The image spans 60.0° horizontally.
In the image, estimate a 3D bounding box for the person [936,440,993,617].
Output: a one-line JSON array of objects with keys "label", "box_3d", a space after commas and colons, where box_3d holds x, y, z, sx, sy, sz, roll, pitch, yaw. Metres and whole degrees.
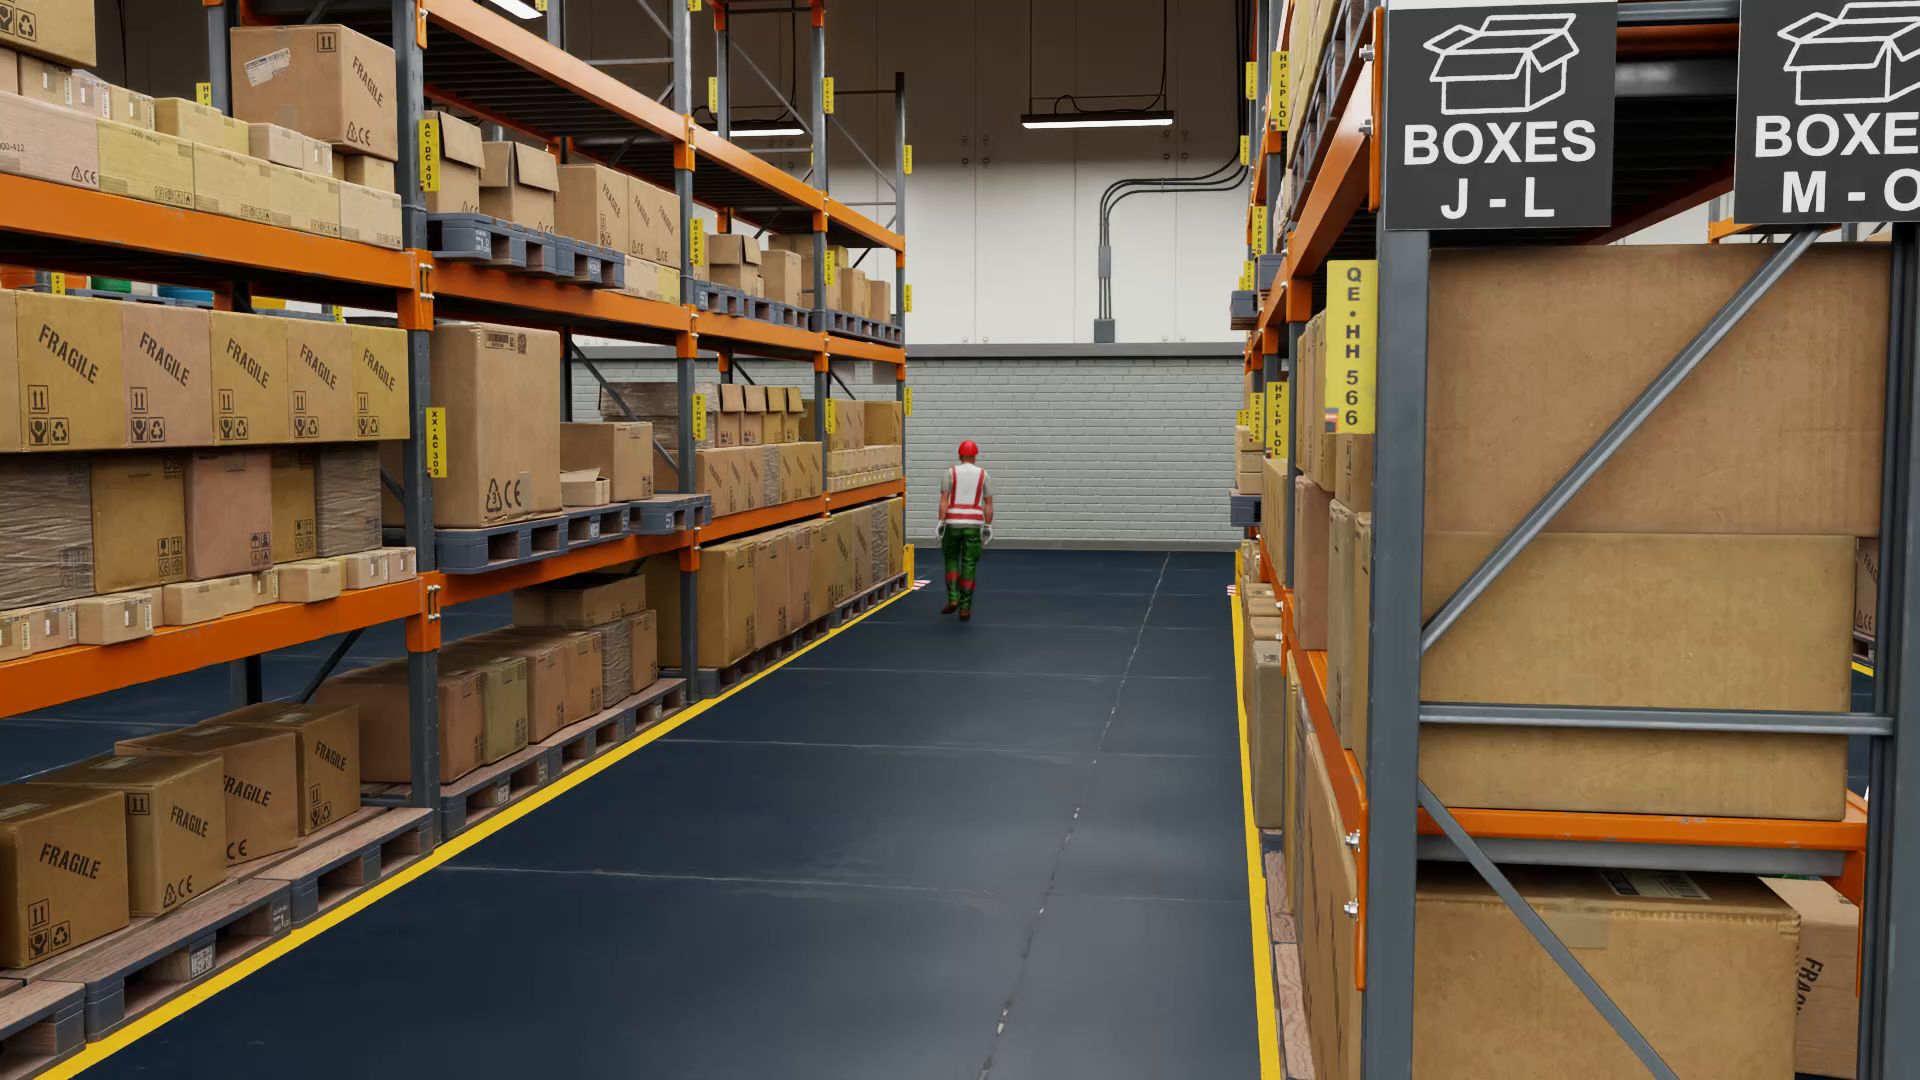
[{"label": "person", "box_3d": [0.048, -0.119, 16.845, 0.580, 1.784, 0.528, 0, 4, 2]}]
